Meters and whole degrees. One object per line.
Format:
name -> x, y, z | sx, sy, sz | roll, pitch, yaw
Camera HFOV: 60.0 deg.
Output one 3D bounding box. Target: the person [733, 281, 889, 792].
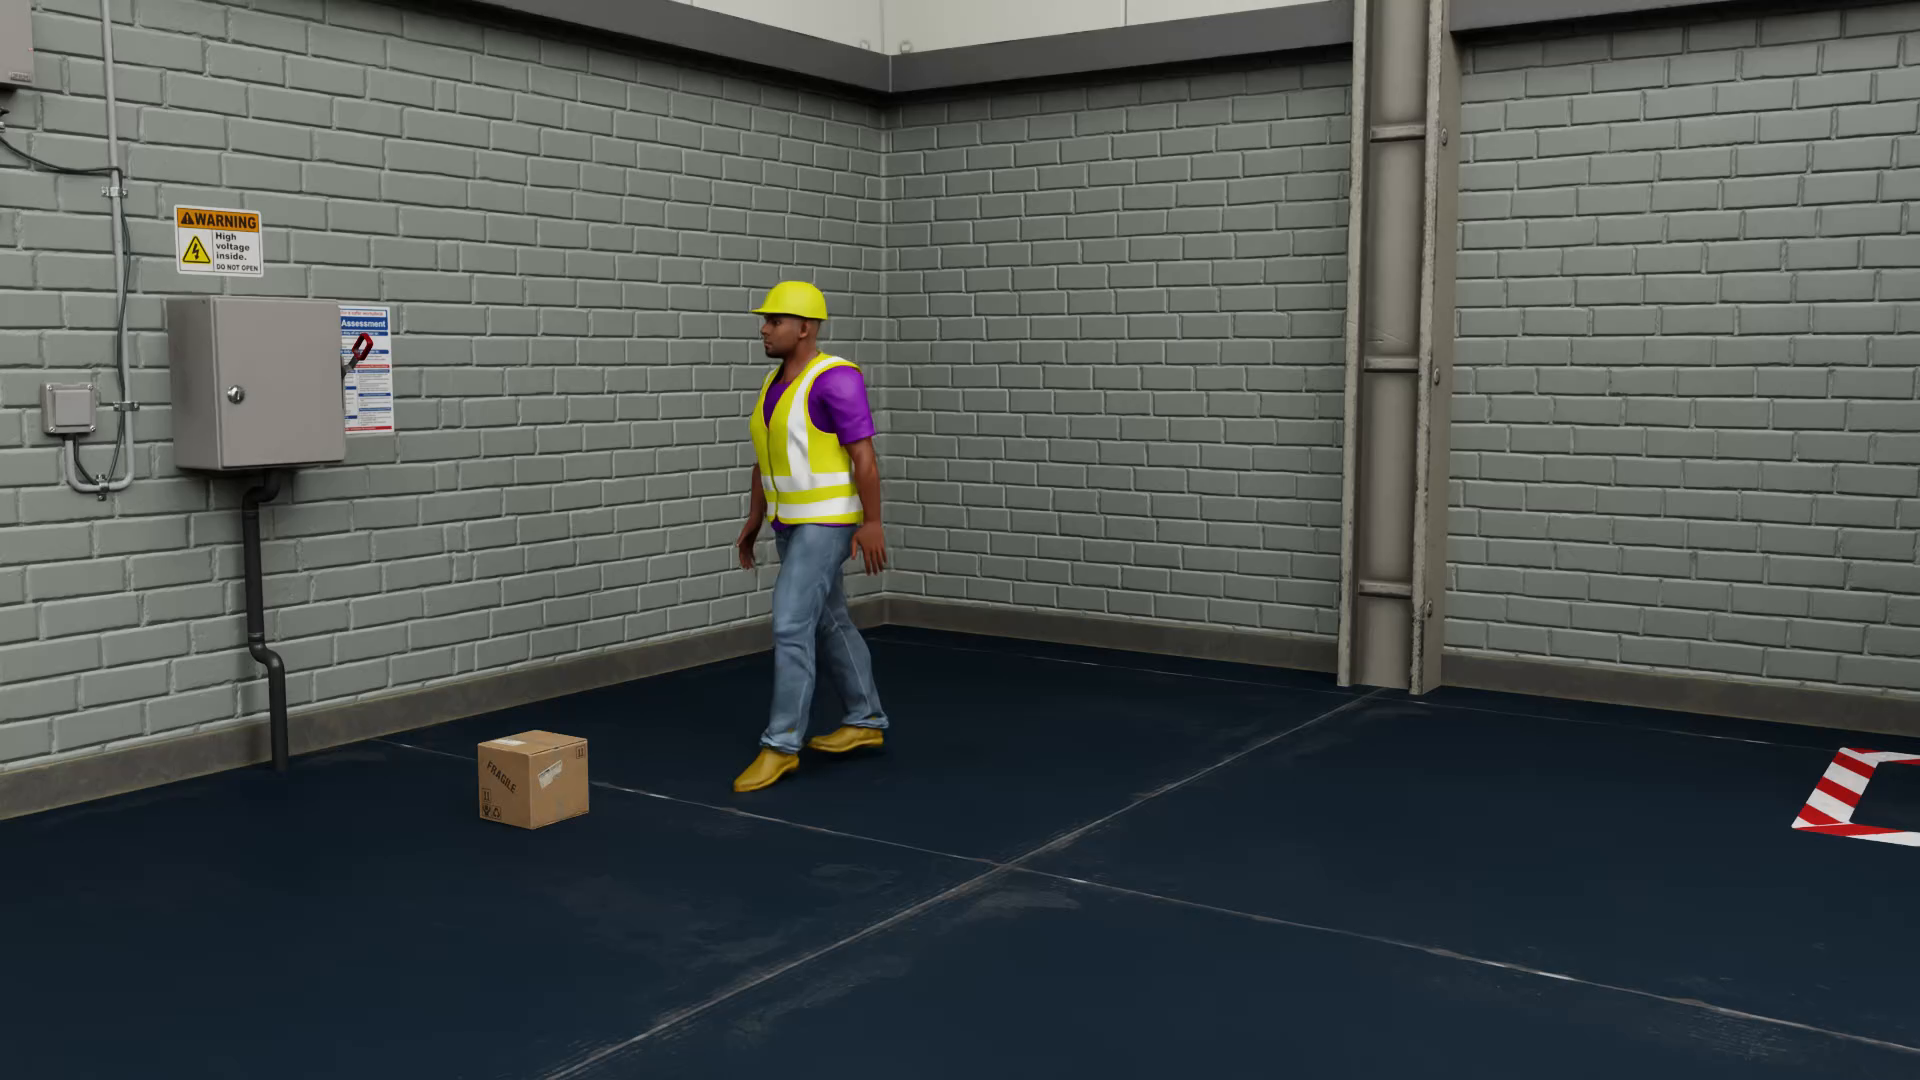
person -> -0.587, -0.042, 6.058 | 0.722, 1.782, 0.582 | -4, 7, -31
